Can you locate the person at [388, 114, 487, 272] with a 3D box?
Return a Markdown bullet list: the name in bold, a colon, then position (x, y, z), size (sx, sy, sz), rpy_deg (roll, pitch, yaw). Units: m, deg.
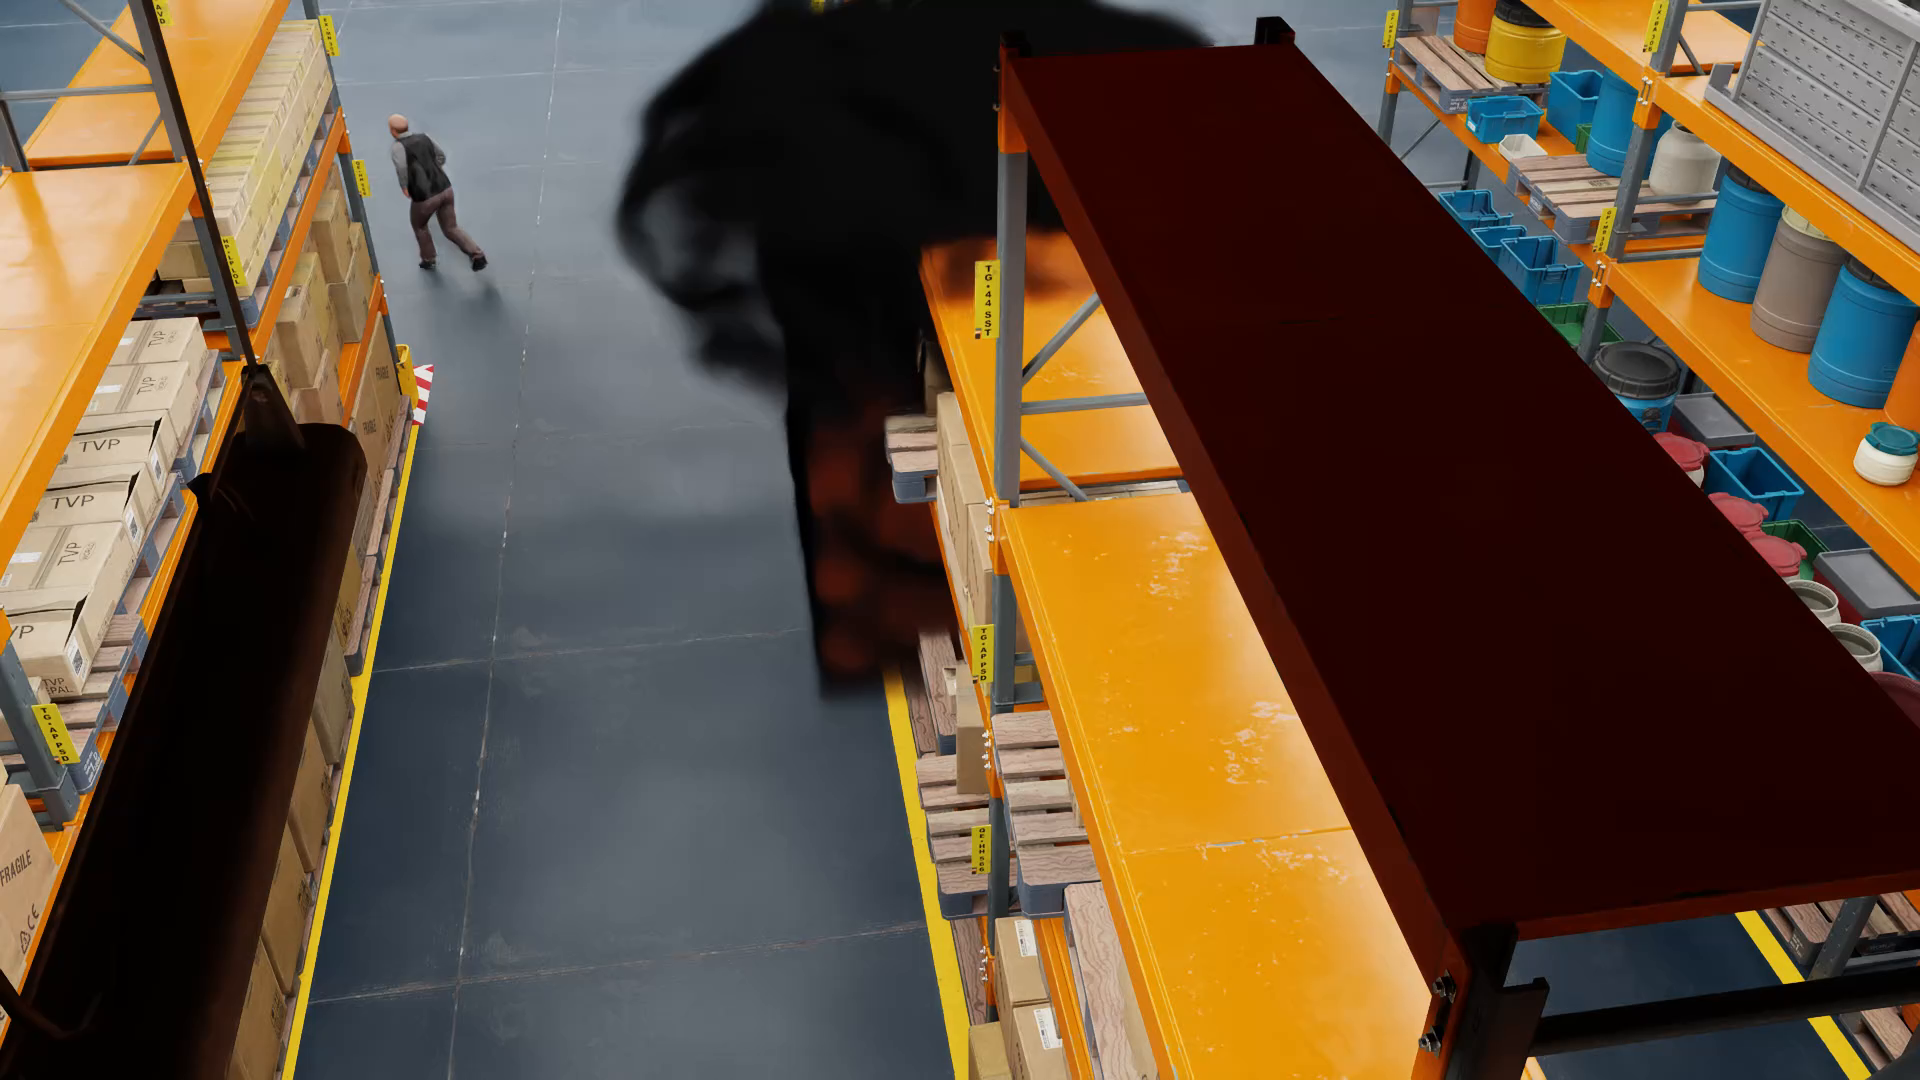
- **person**: position (-5.251, -3.386, 16.706), size (1.007, 1.683, 0.697), rpy_deg (18, 40, 23)
